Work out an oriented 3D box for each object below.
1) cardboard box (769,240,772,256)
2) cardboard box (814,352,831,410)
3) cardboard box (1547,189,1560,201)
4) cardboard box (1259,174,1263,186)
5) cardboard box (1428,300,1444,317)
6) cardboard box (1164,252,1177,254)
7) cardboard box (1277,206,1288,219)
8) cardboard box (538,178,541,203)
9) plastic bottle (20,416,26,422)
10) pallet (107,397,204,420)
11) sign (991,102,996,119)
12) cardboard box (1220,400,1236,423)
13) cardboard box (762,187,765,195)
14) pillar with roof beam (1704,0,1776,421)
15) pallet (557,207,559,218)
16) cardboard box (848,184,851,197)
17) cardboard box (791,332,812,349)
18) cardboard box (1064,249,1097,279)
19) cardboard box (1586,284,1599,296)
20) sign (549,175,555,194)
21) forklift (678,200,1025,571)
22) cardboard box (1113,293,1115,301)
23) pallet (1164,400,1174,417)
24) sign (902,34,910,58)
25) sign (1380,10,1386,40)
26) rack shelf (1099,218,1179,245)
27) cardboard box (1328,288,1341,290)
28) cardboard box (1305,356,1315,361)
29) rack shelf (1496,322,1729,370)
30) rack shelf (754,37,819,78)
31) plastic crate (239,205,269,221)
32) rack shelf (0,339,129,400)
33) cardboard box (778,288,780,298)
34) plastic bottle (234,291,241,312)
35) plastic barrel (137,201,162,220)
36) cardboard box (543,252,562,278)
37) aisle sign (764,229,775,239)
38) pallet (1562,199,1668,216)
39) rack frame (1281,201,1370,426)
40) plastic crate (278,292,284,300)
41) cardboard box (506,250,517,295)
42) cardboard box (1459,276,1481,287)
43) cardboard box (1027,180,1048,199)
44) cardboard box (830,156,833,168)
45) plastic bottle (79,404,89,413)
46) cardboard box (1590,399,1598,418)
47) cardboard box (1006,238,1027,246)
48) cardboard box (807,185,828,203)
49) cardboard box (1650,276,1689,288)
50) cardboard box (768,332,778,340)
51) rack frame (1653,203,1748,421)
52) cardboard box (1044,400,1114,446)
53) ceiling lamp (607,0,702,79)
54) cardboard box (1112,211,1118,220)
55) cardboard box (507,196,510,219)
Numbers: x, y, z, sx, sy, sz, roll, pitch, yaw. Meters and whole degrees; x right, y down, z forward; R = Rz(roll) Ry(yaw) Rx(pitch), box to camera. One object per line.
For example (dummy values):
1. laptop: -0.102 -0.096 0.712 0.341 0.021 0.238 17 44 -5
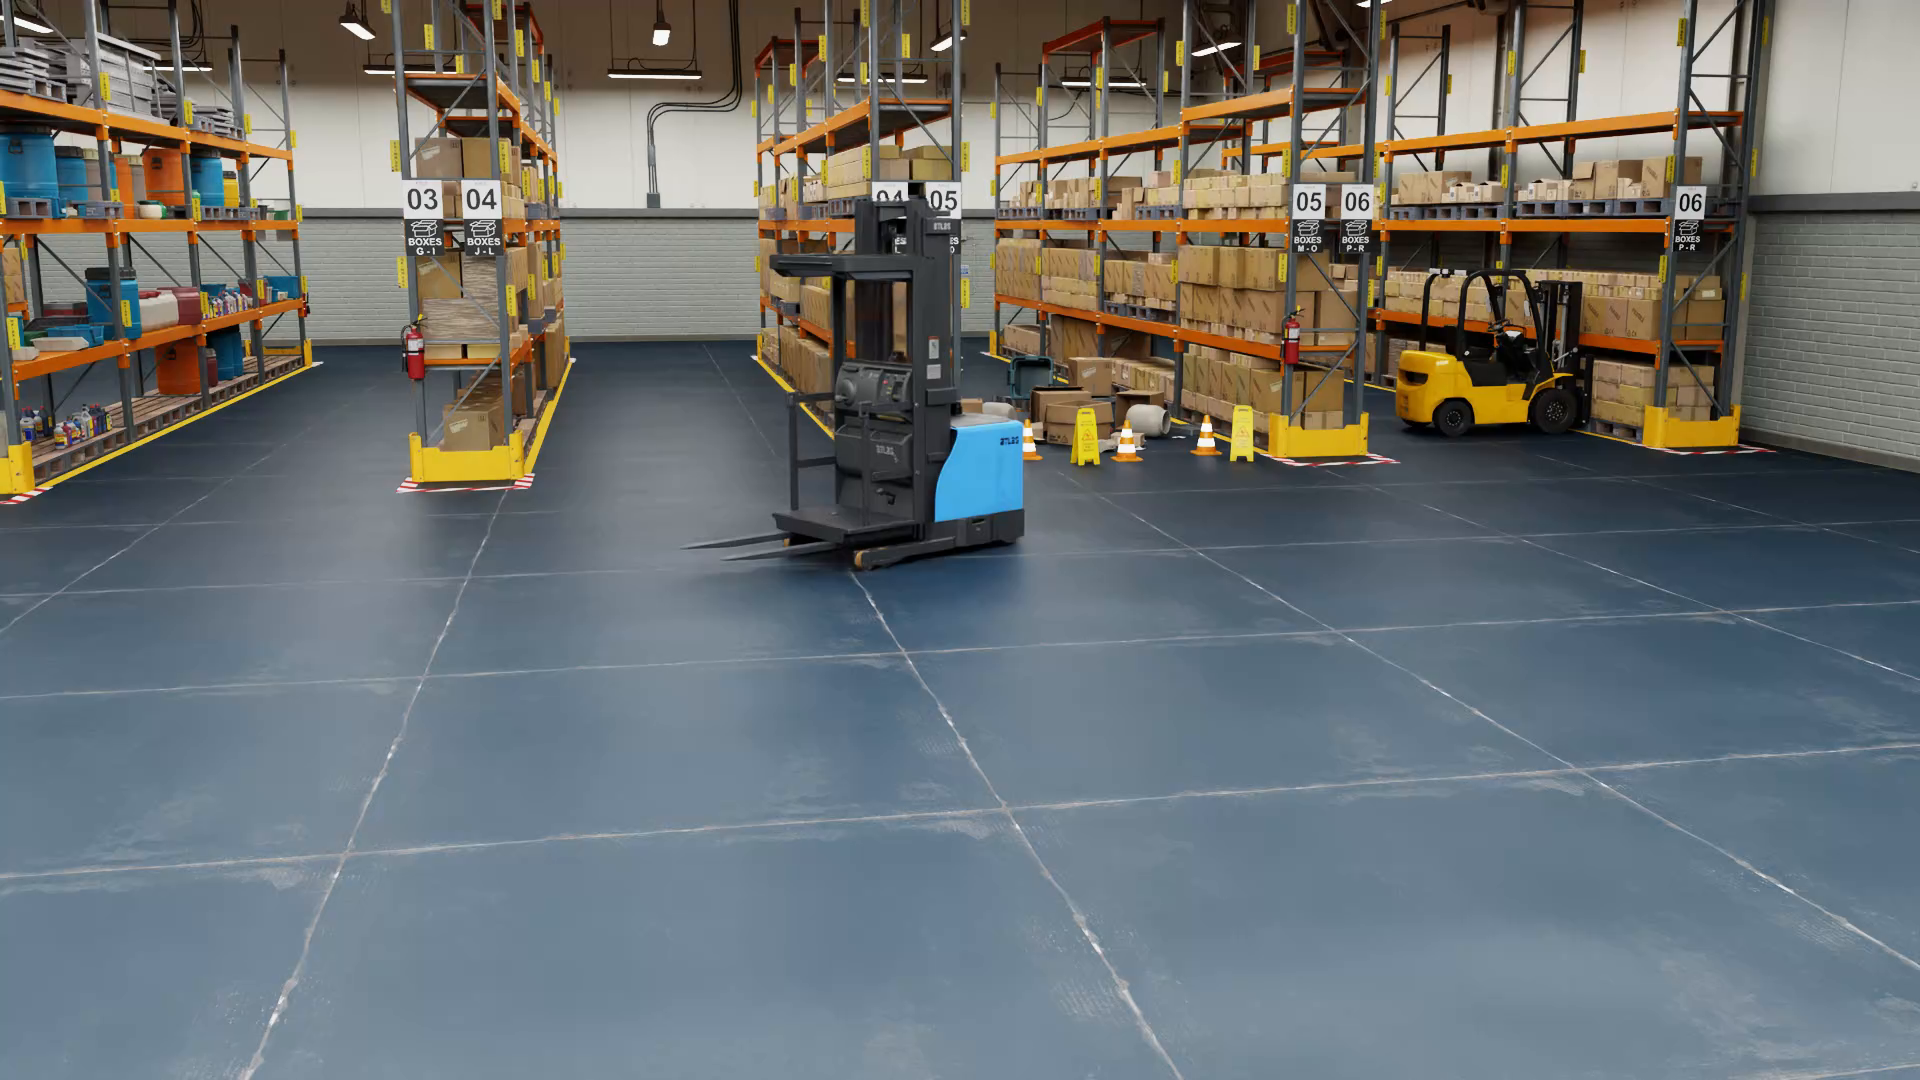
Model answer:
1. cardboard box: -3.286 -5.357 31.081 0.500 0.500 0.500 -2 11 -13
2. cardboard box: -1.477 -2.244 23.356 1.050 0.750 0.750 -2 11 -11
3. cardboard box: 8.375 -4.783 23.063 0.380 0.149 0.250 -2 11 -9
4. cardboard box: 3.912 -4.433 20.484 0.380 0.149 0.250 -2 11 -11
5. cardboard box: 7.804 -3.700 26.513 0.500 0.250 0.500 -2 11 -9
6. cardboard box: 3.385 -4.395 25.842 0.380 0.149 0.250 -3 11 -14
7. cardboard box: 4.002 -3.902 19.826 0.380 0.149 0.250 -2 11 -11
8. cardboard box: -7.586 -5.960 28.577 0.700 0.500 0.500 -2 11 -10
9. plastic bottle: -11.159 -1.343 19.848 0.097 0.271 0.097 0 11 0
10. pallet: -11.676 -1.910 24.169 1.003 0.211 1.213 -2 11 -11
11. sign: 0.689 -8.896 34.448 0.100 0.325 0.005 -2 11 -11
12. cardboard box: 3.725 -1.682 21.742 0.500 0.250 0.500 -3 11 -13
13. cardboard box: -3.702 -6.862 32.703 0.380 0.149 0.250 -2 11 -10
14. pillar with roof beam: 5.740 -5.629 20.205 9.100 9.000 0.400 -2 11 -11
15. pallet: -8.332 -6.365 32.332 1.003 0.211 1.213 -2 11 -11
16. cardboard box: -1.133 -4.186 19.924 0.380 0.149 0.250 -2 11 -11
17. cardboard box: -2.545 -3.321 27.677 0.500 0.250 0.500 -2 11 -10
18. cardboard box: 2.144 -4.868 29.309 0.500 0.500 0.500 -2 11 -12
19. cardboard box: 8.599 -3.334 22.187 0.380 0.149 0.250 -2 11 -11
20. sign: -7.178 -6.241 29.218 0.100 0.325 0.005 -2 11 -11
21. forklift: -0.879 -1.302 13.698 3.031 2.935 1.130 -9 14 -40
22. cardboard box: 2.693 -3.928 26.859 0.380 0.149 0.250 -3 11 -15
23. pallet: 3.415 -2.003 24.658 1.003 0.211 1.213 -2 11 -11
24. sign: -0.718 -6.531 22.024 0.100 0.325 0.005 -2 11 -11
25. sign: 4.878 -5.962 19.241 0.100 0.325 0.005 -2 11 -11
26. rack shelf: 3.179 -4.718 25.361 1.077 0.370 4.000 -2 11 -11
27. cardboard box: 4.422 -2.884 20.764 0.500 0.500 0.500 -2 11 -9
28. cardboard box: 6.867 -3.663 31.482 0.500 0.500 0.500 -2 11 -12
29. rack shelf: 8.825 -2.692 22.739 1.077 0.370 4.000 -2 11 -11
30. rack shelf: -3.213 -9.092 31.436 1.077 0.370 4.000 -2 11 -11
31. plastic crate: -12.539 -5.804 29.498 0.497 0.269 0.590 -2 11 -11
32. rack shelf: -10.622 -1.970 18.948 1.077 0.370 4.000 -2 11 -11
33. cardboard box: -2.893 -4.208 28.329 0.380 0.149 0.250 -3 11 -14
34. plastic bottle: -12.067 -3.976 27.698 0.144 0.351 0.185 -2 11 -11
35. plastic barrel: -11.313 -4.605 23.214 0.301 0.262 0.301 0 11 0
36. cardboard box: -8.134 -5.432 32.814 0.500 0.500 0.500 -2 11 -10
37. aisle sign: -3.910 -6.512 33.938 0.394 0.787 0.004 -2 11 -11
38. pallet: 8.862 -4.463 22.337 1.003 0.211 1.213 -2 11 -11
39. rack frame: 4.346 -2.497 19.793 1.000 3.000 0.127 -2 11 -11
40. plastic crate: -12.966 -4.594 31.357 0.396 0.136 0.243 -2 11 -11
41. cardboard box: -5.305 -3.026 18.834 0.500 0.500 0.500 -2 11 -11
42. cardboard box: 7.907 -3.971 25.535 0.380 0.149 0.250 -2 11 -13
43. cardboard box: 1.718 -6.724 32.311 0.797 0.503 0.637 -1 11 -7
44. cardboard box: -1.479 -4.903 21.563 0.380 0.149 0.250 -2 11 -11
45. plastic bottle: -10.744 -1.492 20.421 0.144 0.351 0.185 -2 11 -11
46. cardboard box: 8.637 -1.792 22.320 0.500 0.250 0.500 -2 11 -10
47. cardboard box: 1.160 -6.070 33.891 0.380 0.149 0.250 -2 11 -13
48. cardboard box: -2.023 -5.188 24.921 0.500 0.250 0.500 -2 11 -9
49. cardboard box: 8.938 -3.250 20.952 0.380 0.149 0.250 -2 11 -11
50. cardboard box: -3.557 -3.982 32.505 0.380 0.149 0.250 -2 11 -10
51. rack frame: 9.214 -2.678 20.745 1.000 3.000 0.127 -2 11 -11
52. cardboard box: 1.521 -1.501 21.235 0.637 0.503 0.797 9 14 38
53. ceiling lamp: -6.521 -11.470 35.281 2.000 3.185 0.800 -2 11 -11
54. cardboard box: 2.685 -5.250 26.909 0.380 0.149 0.250 -2 11 -11
55. cardboard box: -5.321 -3.729 18.643 0.500 0.250 0.500 -2 11 -12
